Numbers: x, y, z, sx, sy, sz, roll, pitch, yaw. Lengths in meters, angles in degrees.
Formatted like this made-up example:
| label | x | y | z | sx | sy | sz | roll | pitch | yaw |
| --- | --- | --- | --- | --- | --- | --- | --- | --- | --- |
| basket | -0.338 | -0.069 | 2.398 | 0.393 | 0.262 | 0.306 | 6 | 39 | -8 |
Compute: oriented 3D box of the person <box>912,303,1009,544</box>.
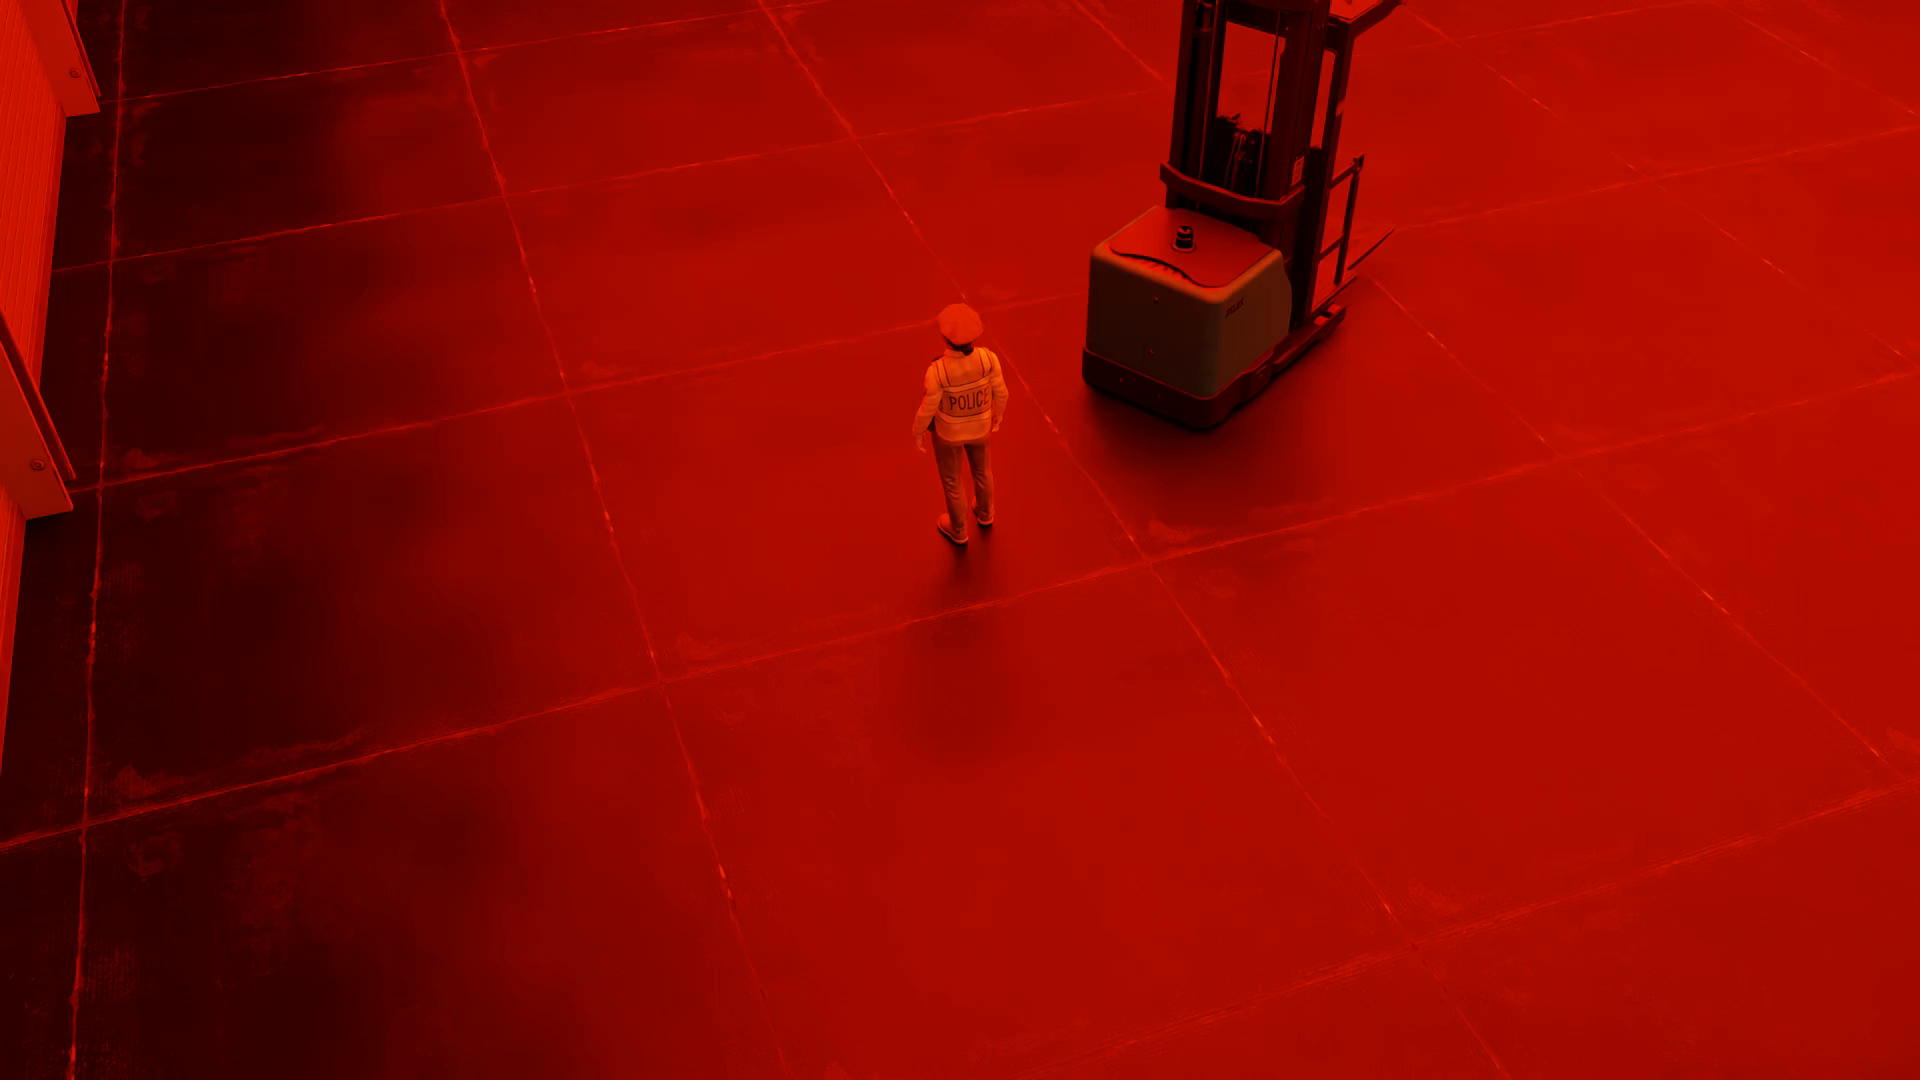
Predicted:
| label | x | y | z | sx | sy | sz | roll | pitch | yaw |
| --- | --- | --- | --- | --- | --- | --- | --- | --- | --- |
| person | -0.017 | -0.697 | 9.778 | 0.587 | 1.694 | 0.530 | -13 | 42 | -15 |

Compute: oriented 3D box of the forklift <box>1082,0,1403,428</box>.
| label | x | y | z | sx | sy | sz | roll | pitch | yaw |
| --- | --- | --- | --- | --- | --- | --- | --- | --- | --- |
| forklift | 2.154 | -2.751 | 11.272 | 1.130 | 2.935 | 3.031 | 27 | 47 | 29 |
